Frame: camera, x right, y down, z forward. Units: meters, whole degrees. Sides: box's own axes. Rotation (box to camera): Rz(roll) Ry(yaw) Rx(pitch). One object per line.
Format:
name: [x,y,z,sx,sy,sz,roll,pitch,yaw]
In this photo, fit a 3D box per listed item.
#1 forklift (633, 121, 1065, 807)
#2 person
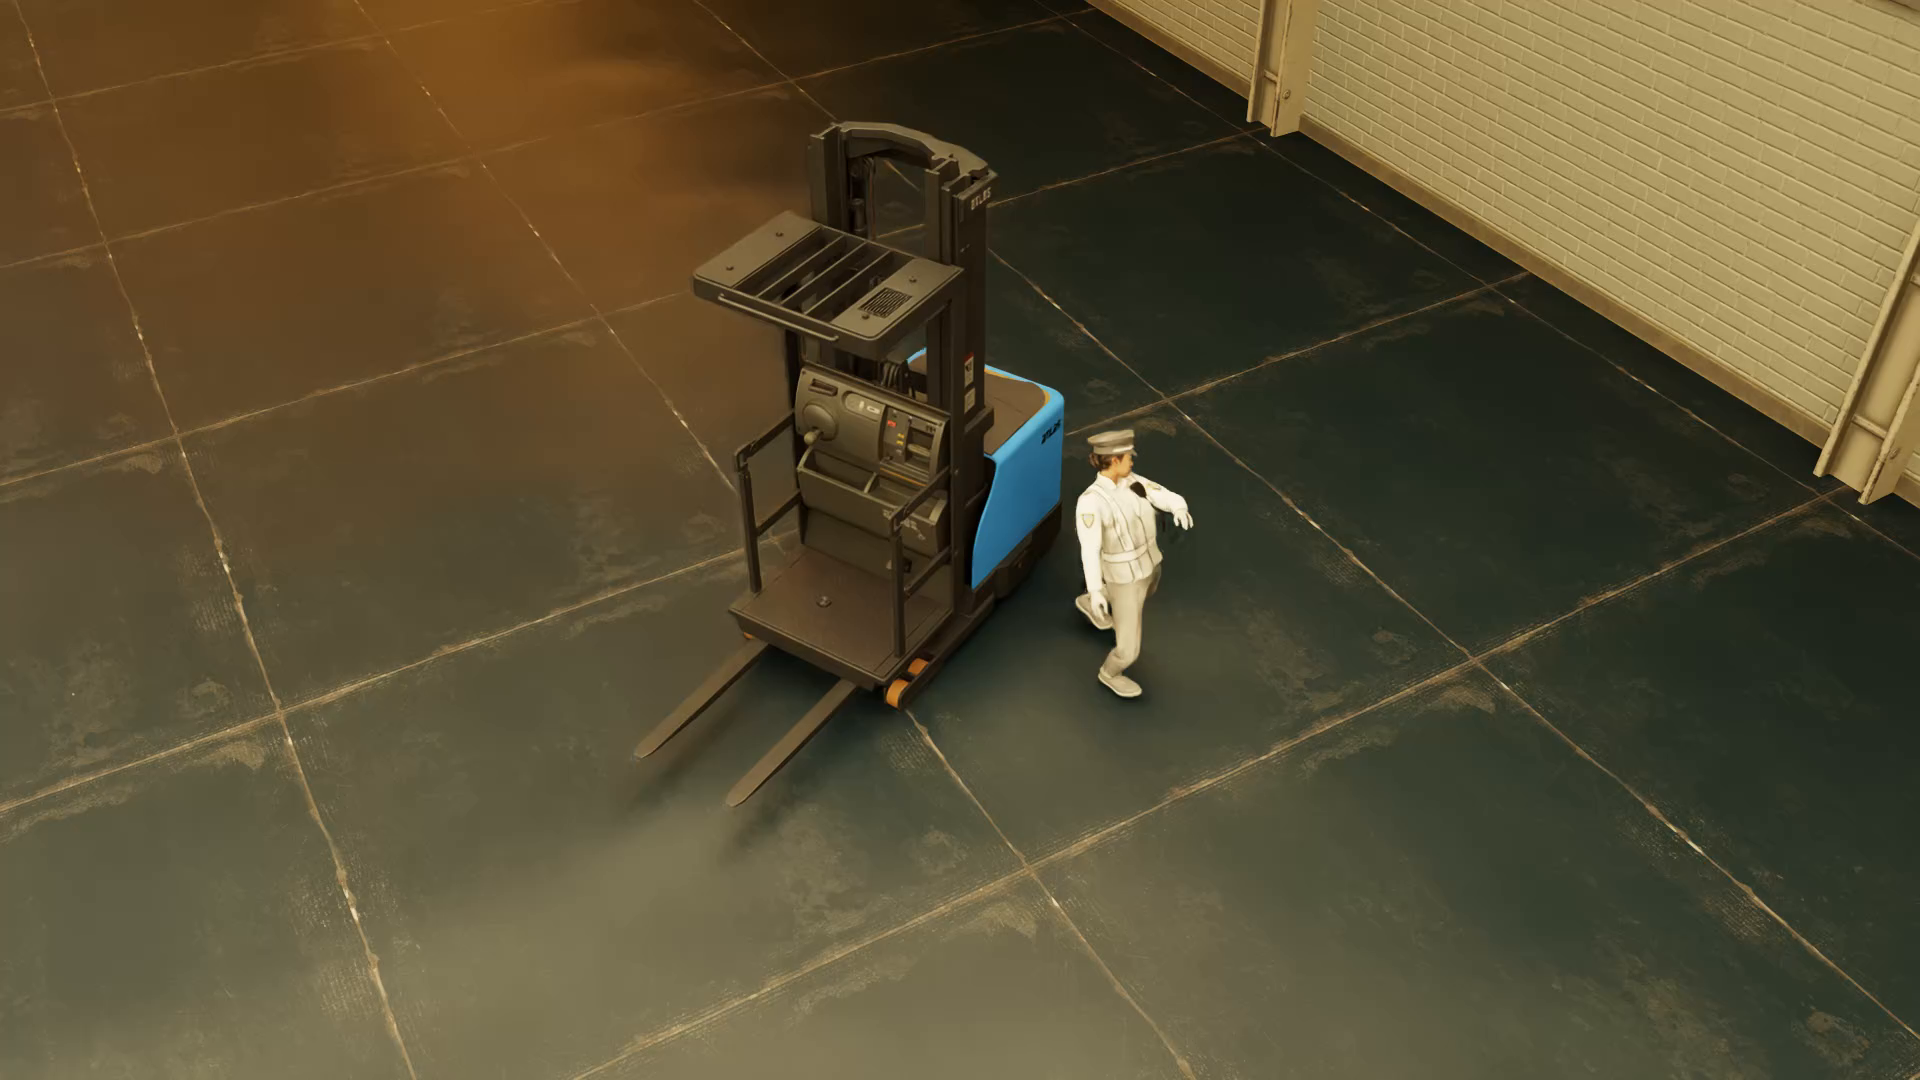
forklift: [-0.597,-0.540,8.687,1.130,2.935,3.031,22,45,25]
person: [0.846,0.187,8.901,0.778,1.463,0.871,19,43,21]
